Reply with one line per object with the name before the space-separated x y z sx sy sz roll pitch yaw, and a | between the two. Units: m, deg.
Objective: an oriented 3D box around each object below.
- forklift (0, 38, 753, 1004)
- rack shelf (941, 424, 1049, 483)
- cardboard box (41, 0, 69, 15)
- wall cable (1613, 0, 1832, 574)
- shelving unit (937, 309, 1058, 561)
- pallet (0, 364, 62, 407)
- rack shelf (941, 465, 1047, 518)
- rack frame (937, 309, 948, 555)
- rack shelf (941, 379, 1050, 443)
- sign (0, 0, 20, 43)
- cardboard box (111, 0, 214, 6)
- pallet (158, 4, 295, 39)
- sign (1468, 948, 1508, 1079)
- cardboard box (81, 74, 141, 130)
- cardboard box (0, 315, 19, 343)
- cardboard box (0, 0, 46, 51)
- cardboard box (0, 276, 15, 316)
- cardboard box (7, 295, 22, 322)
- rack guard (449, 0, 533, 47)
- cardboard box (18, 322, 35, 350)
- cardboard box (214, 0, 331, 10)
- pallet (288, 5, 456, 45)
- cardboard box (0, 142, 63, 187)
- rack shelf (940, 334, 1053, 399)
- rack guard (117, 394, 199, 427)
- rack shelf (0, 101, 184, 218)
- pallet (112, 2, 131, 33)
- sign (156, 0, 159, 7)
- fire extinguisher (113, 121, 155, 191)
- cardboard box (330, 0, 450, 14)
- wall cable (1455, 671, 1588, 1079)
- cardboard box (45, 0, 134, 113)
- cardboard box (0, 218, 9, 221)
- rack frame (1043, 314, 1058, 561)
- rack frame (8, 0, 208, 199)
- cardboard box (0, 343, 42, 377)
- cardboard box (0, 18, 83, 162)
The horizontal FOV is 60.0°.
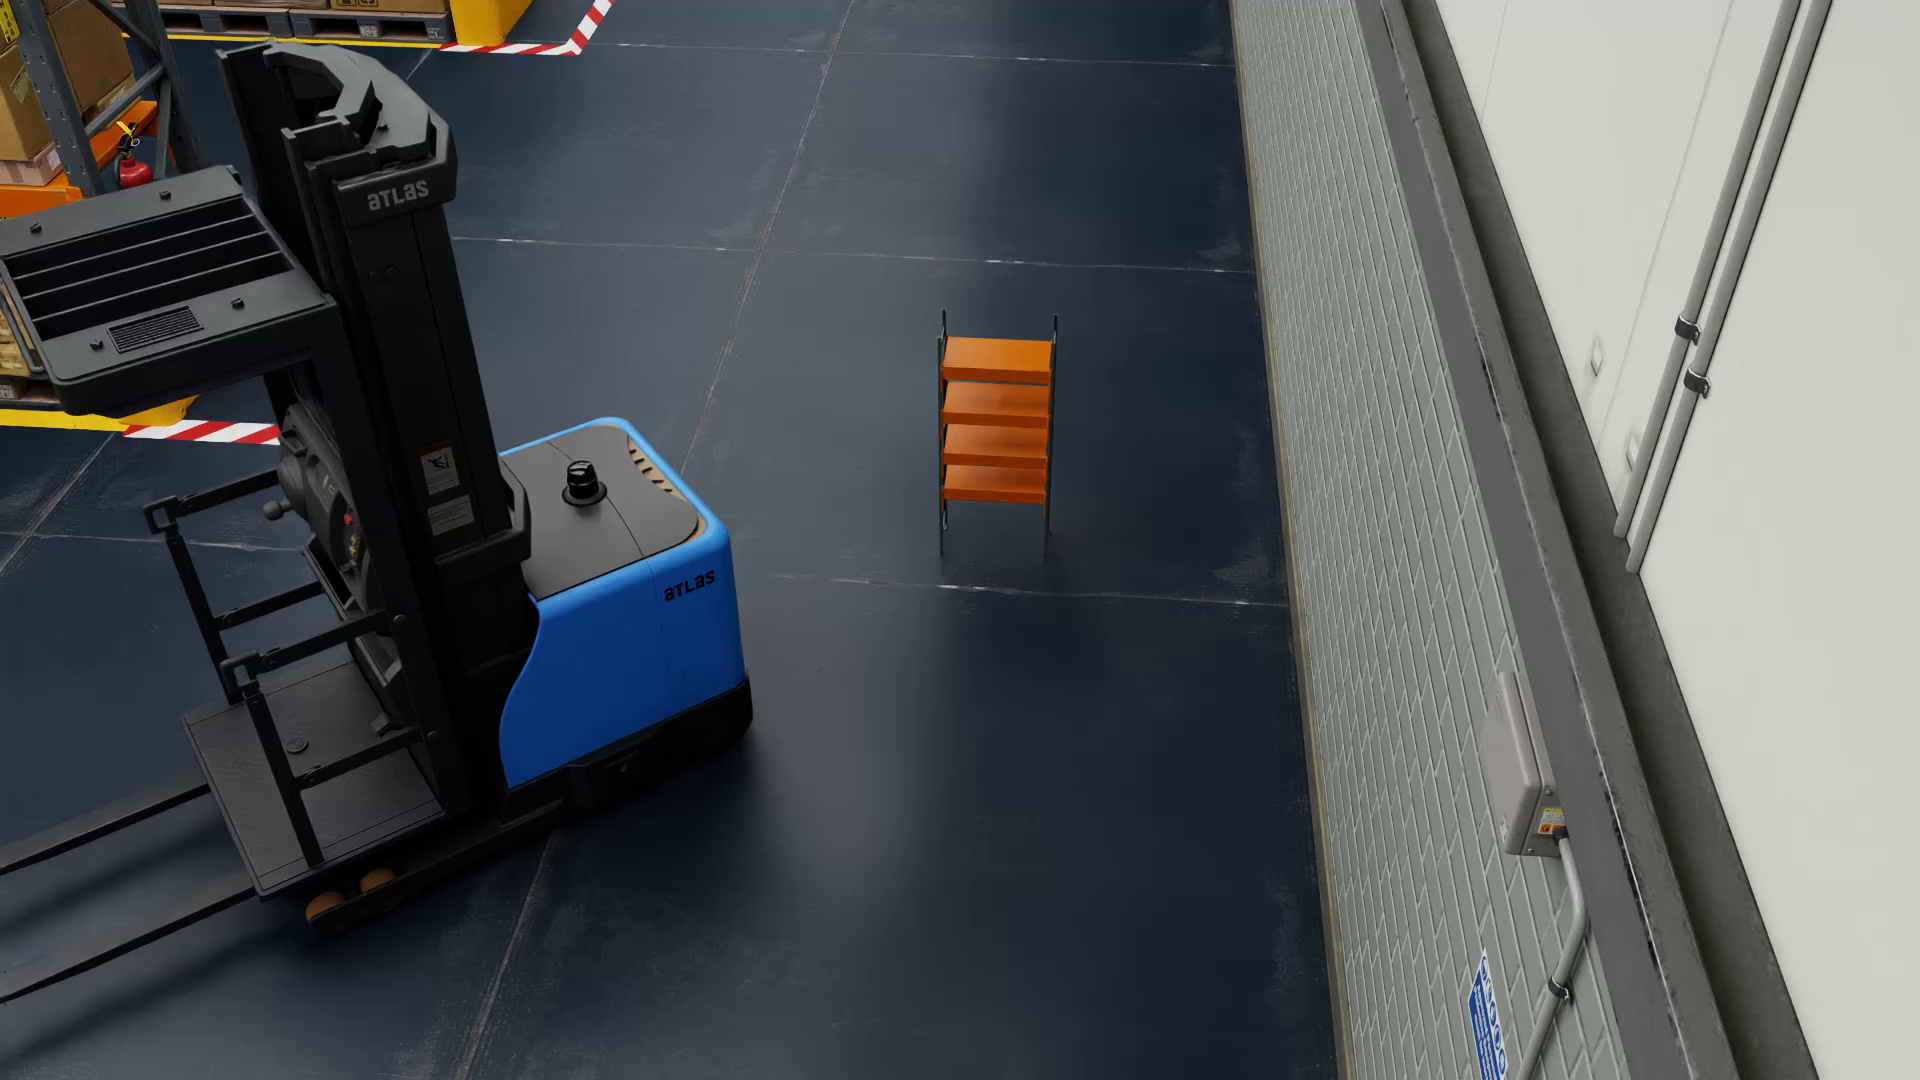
forklift | -2.363 -0.061 5.673 3.031 2.935 1.130 -23 45 -26
rack shelf | 0.165 -0.404 7.573 0.480 0.148 0.258 3 39 4
cardboard box | -4.544 -2.856 7.946 0.500 0.500 0.500 3 39 4
wall cable | 1.245 -1.198 2.264 0.029 3.000 0.463 3 39 4
shelving unit | 0.165 -0.456 7.531 0.503 1.200 0.258 3 39 4
pallet | -5.002 -1.112 9.119 1.213 0.211 1.003 3 39 4
rack shelf | 0.165 -0.250 7.698 0.480 0.148 0.258 3 39 4
rack frame | -0.078 -0.470 7.547 0.015 1.200 0.240 3 39 4
rack shelf | 0.165 -0.578 7.432 0.480 0.148 0.258 3 39 4
sign | -4.188 -2.346 7.259 0.005 0.325 0.100 3 39 4
cardboard box | -6.029 -4.658 12.617 0.875 0.875 0.875 3 39 4
pallet | -5.607 -4.218 12.935 1.213 0.211 1.003 3 39 4
sign | 1.239 1.157 3.909 0.001 0.218 0.327 3 39 4
cardboard box | -4.414 -2.249 8.506 0.250 0.149 0.380 3 39 3
cardboard box | -4.926 -1.193 8.700 0.250 0.149 0.380 2 39 3
cardboard box | -4.597 -2.533 7.550 0.500 0.500 0.500 2 39 3
cardboard box | -4.915 -1.330 8.633 0.250 0.149 0.380 4 39 5
cardboard box | -4.669 -1.280 8.571 0.250 0.149 0.380 4 39 4
rack guard | -3.567 -4.266 12.765 0.348 0.500 1.175 3 39 4
cardboard box | -4.670 -1.145 8.641 0.250 0.149 0.380 2 39 3
cardboard box | -5.142 -4.610 12.558 0.875 0.875 0.875 3 39 4
pallet | -4.395 -4.149 12.851 1.213 0.211 1.003 3 39 4
cardboard box | -4.469 -1.865 8.035 0.250 0.149 0.380 3 39 4
rack shelf | 0.165 -0.761 7.283 0.480 0.148 0.258 3 39 4
rack guard | -4.196 -1.157 8.946 0.348 0.500 1.175 3 39 4
rack shelf | -6.112 -1.953 8.513 4.000 0.370 1.077 3 39 4
pallet | -6.825 -4.282 13.014 1.213 0.211 1.003 3 39 4
sign | -4.073 -2.800 8.298 0.005 0.325 0.100 3 39 4
fire extinguisher | -3.909 -1.644 7.921 0.183 0.674 0.296 3 39 4
cardboard box | -4.236 -4.560 12.497 0.875 0.875 0.875 3 39 4
wall cable | 1.173 0.882 3.631 0.123 1.953 0.585 3 39 4
cardboard box | -4.543 -2.475 8.270 0.500 0.500 0.500 5 39 6
cardboard box | -5.138 -1.687 9.071 0.250 0.149 0.380 3 39 4
rack frame | 0.408 -0.443 7.514 0.015 1.200 0.240 3 39 4
rack frame | -4.120 -2.123 8.152 0.127 3.000 1.000 3 39 4
cardboard box | -4.927 -1.028 8.733 0.250 0.149 0.380 4 39 5
cardboard box | -4.590 -2.139 7.858 0.500 0.500 0.500 4 39 5
